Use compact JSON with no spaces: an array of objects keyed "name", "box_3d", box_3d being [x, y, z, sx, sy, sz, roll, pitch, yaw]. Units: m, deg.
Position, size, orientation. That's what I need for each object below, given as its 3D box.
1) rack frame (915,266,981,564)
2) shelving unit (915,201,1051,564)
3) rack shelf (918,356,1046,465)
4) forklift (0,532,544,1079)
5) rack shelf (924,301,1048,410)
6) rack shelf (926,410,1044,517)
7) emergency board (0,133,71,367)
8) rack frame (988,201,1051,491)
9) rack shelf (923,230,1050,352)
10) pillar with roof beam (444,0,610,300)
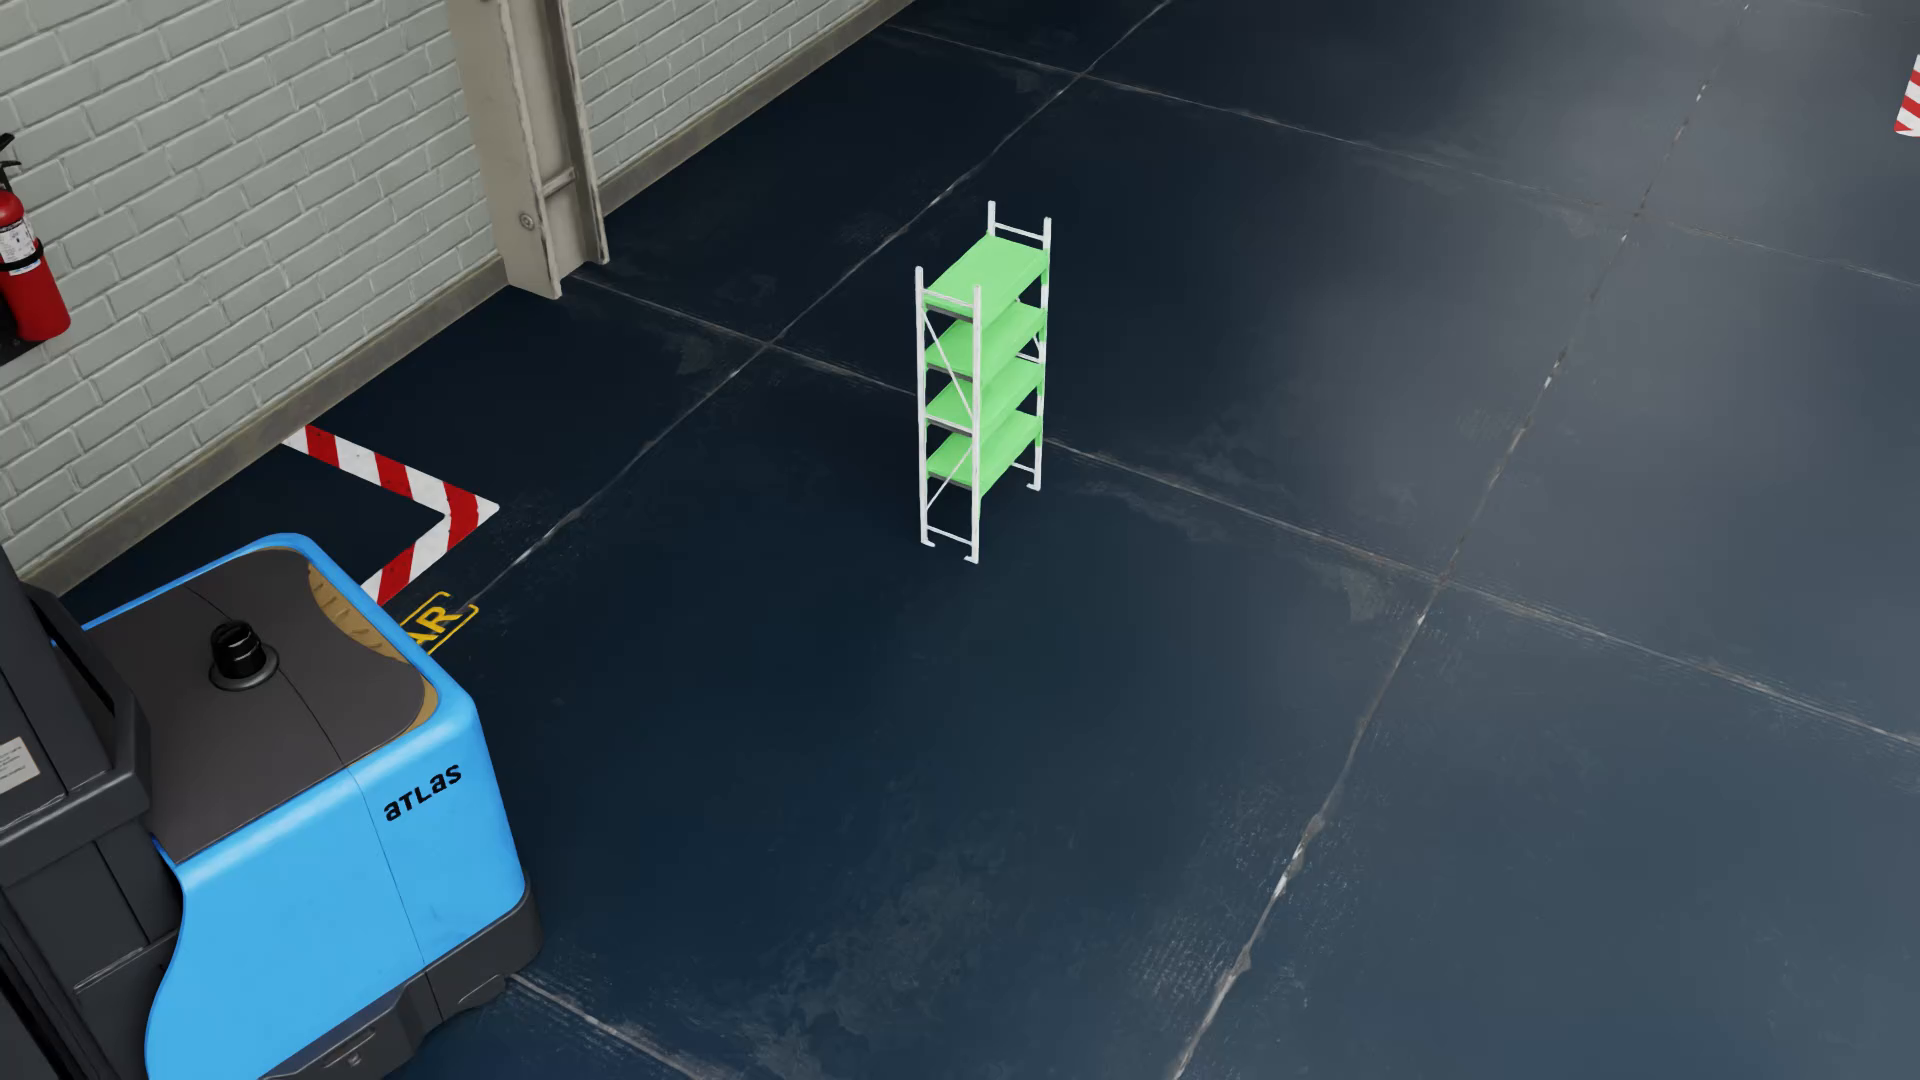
[{"name":"rack frame","box_3d":[-0.039,-0.405,5.802,0.240,1.200,0.015,21,45,22]},{"name":"shelving unit","box_3d":[0.083,-0.545,5.961,0.258,1.200,0.503,21,45,22]},{"name":"rack shelf","box_3d":[0.083,-0.497,6.003,0.258,0.148,0.480,21,45,22]},{"name":"forklift","box_3d":[-2.617,0.563,3.393,3.031,2.935,1.130,-32,51,-31]},{"name":"rack shelf","box_3d":[0.083,-0.677,5.845,0.258,0.148,0.480,21,45,22]},{"name":"rack shelf","box_3d":[0.083,-0.317,6.162,0.258,0.148,0.480,21,45,22]},{"name":"emergency board","box_3d":[-3.125,-0.966,5.078,0.194,1.169,0.643,21,45,22]},{"name":"rack frame","box_3d":[0.205,-0.685,6.120,0.240,1.200,0.015,21,45,22]},{"name":"rack shelf","box_3d":[0.083,-0.857,5.686,0.258,0.148,0.480,21,45,22]},{"name":"pillar with roof beam","box_3d":[1.872,-3.196,3.070,9.100,9.000,0.400,21,45,22]}]
